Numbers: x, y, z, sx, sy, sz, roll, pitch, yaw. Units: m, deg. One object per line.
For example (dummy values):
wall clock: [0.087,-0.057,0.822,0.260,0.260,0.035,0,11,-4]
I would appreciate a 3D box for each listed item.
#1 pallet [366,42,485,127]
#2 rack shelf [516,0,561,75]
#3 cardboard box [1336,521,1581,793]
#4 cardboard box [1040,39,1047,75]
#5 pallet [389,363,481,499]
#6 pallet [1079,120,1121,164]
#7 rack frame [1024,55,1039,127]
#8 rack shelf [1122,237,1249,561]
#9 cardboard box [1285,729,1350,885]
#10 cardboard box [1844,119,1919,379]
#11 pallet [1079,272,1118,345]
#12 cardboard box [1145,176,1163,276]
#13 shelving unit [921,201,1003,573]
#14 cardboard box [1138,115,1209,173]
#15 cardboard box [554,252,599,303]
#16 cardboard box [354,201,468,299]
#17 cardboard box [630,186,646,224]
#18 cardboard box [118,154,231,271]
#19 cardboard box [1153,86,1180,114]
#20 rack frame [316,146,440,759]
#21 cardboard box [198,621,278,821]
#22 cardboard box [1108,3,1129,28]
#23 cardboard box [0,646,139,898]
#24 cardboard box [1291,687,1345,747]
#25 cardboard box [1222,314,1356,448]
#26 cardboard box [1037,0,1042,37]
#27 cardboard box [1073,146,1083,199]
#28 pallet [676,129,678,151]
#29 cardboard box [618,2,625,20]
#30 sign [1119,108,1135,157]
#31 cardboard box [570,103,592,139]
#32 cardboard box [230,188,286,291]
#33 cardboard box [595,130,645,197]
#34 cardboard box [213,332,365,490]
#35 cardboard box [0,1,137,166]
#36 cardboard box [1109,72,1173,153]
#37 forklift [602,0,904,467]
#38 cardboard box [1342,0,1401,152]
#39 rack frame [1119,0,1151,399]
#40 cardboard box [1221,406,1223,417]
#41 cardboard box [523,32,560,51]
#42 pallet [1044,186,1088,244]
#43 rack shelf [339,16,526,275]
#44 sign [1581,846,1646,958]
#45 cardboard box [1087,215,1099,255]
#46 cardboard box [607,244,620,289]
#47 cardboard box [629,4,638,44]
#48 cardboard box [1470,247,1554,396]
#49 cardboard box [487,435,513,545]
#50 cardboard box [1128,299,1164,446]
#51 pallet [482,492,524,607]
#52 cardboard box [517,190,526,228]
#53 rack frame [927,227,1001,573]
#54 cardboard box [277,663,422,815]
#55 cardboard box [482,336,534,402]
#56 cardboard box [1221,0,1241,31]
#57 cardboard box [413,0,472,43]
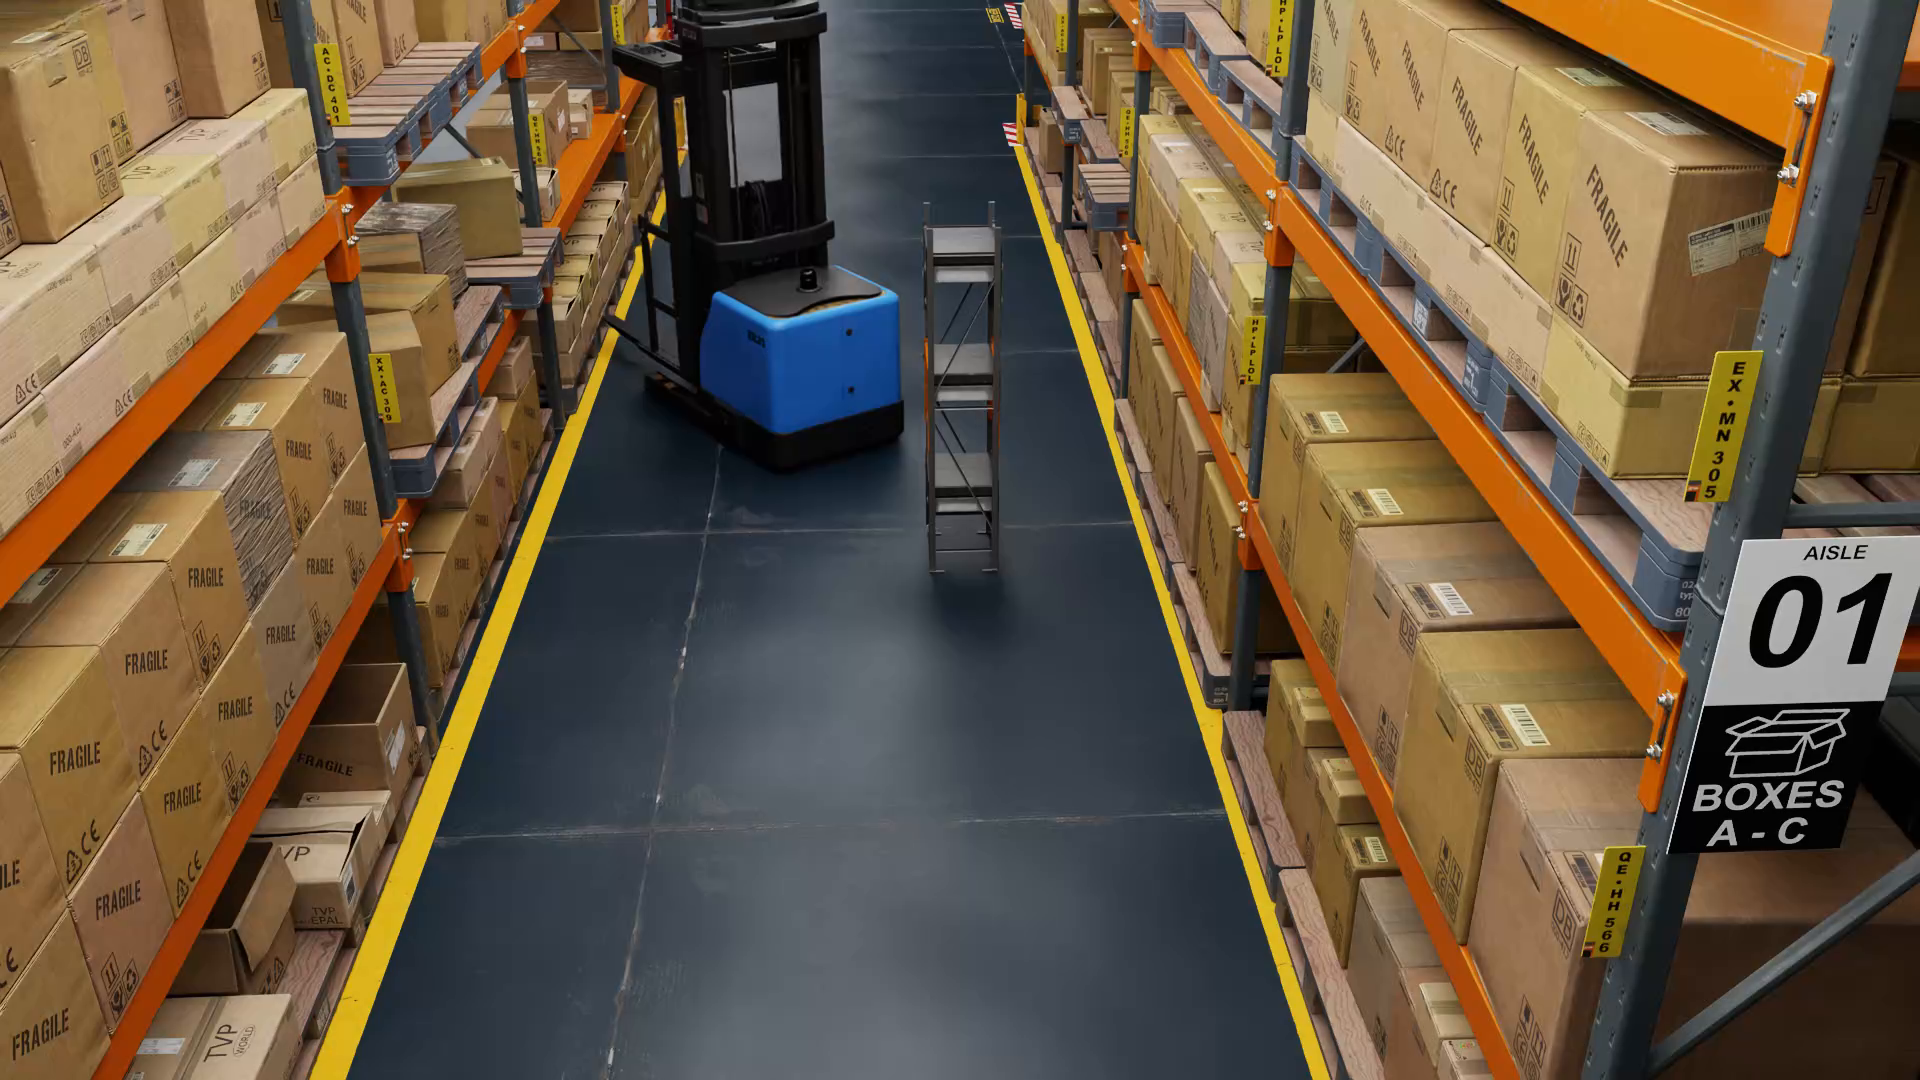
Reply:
pallet: [-3.109,-2.297,8.369,1.213,0.211,1.003,-1,28,-3]
rack shelf: [-3.401,-4.050,12.306,1.077,0.370,4.000,-1,28,-3]
cardboard box: [1.951,0.401,5.913,0.980,0.700,0.700,-3,28,-5]
cardboard box: [1.054,-4.700,16.159,0.500,0.250,0.500,-2,28,-3]
pallet: [-3.021,-0.555,8.278,1.003,0.211,1.213,-1,28,-3]
pallet: [1.506,-3.065,13.090,1.003,0.211,1.213,-1,28,-3]
rack frame: [1.232,-5.931,18.379,1.000,3.000,0.127,-1,28,-3]
rack shelf: [1.754,-0.994,9.691,1.077,0.370,4.000,-1,28,-3]
cardboard box: [1.818,1.112,7.122,0.700,0.500,0.500,-2,28,-3]
cardboard box: [2.271,-0.712,3.917,0.500,0.500,0.500,-2,28,-5]
pallet: [1.550,-1.923,13.710,1.003,0.211,1.213,-1,28,-3]
cardboard box: [1.438,-1.949,10.293,0.500,0.500,0.500,0,28,-1]
shelving unit: [0.009,-0.855,9.618,0.431,2.100,0.503,-1,28,-3]
cardboard box: [1.418,-2.525,10.586,0.500,0.250,0.500,-1,28,-1]
cardboard box: [-3.091,-2.058,12.865,0.500,0.311,0.500,-2,28,-4]
cardboard box: [-3.294,-1.631,9.571,0.700,0.500,0.500,4,28,7]
cardboard box: [-3.227,-3.151,15.568,0.500,0.250,0.500,-1,28,-3]
cardboard box: [-2.745,-1.073,5.442,0.500,0.250,0.500,-1,28,-3]
cardboard box: [1.570,-3.071,11.609,0.380,0.149,0.250,-6,28,-11]
rack frame: [-3.088,-0.268,7.521,1.000,3.000,0.127,-1,28,-3]
cardboard box: [-2.719,0.622,5.705,0.500,0.500,0.500,-1,28,-2]
cardboard box: [1.625,-4.581,15.119,0.500,0.500,0.500,-2,28,-4]
cardboard box: [-2.674,0.639,4.592,0.500,0.500,0.500,-1,28,-2]
cardboard box: [1.631,0.755,7.106,0.380,0.149,0.250,0,28,-1]
cardboard box: [1.583,-0.782,8.054,0.500,0.500,0.500,-2,28,-3]
cardboard box: [1.032,-5.273,16.446,0.500,0.500,0.500,-1,28,-1]
cardboard box: [1.347,-3.649,16.230,0.500,0.500,0.500,-3,28,-7]
pallet: [-3.633,-4.222,18.116,1.003,0.211,1.213,-1,28,-3]
cardboard box: [-3.398,-5.019,15.819,0.380,0.149,0.250,-2,28,-4]
sign: [1.108,-2.698,11.012,0.100,0.325,0.005,-1,28,-3]
cardboard box: [-3.276,-3.502,13.865,0.396,0.266,0.258,-2,28,-4]
cardboard box: [-2.781,-1.082,6.000,0.500,0.250,0.500,-1,28,-3]
cardboard box: [-3.217,-3.484,15.395,0.500,0.500,0.500,-1,28,-3]
cardboard box: [-2.803,-0.529,6.831,0.500,0.500,0.500,-1,28,-2]
cardboard box: [-3.108,-1.397,5.252,0.700,0.500,0.500,-1,28,-3]
cardboard box: [1.528,-3.268,12.688,0.700,0.500,0.500,-1,28,-3]
forklift: [-1.670,-2.404,11.690,1.130,2.935,3.031,-19,33,-32]
cardboard box: [1.649,-1.643,5.702,0.500,0.500,0.500,-2,28,-4]
rack frame: [1.650,-2.237,11.295,1.000,3.000,0.127,-1,28,-3]
cardboard box: [1.553,-0.673,8.547,0.380,0.149,0.250,-1,28,-1]
cardboard box: [-3.734,-4.415,14.662,0.380,0.149,0.250,-1,28,-3]
pallet: [1.371,-3.157,16.075,1.003,0.211,1.213,-1,28,-3]
rack shelf: [-3.192,-2.203,8.764,1.077,0.370,4.000,-1,28,-3]
sign: [1.525,0.846,3.876,0.100,0.325,0.005,-1,28,-3]
cardboard box: [1.496,-2.831,14.662,0.700,0.500,0.500,0,28,-1]
cardboard box: [-3.143,-2.275,13.888,0.500,0.250,0.500,-1,28,-2]
cardboard box: [-3.651,-5.167,16.804,0.700,0.500,0.500,-1,28,-2]
cardboard box: [1.736,-0.609,4.529,0.500,0.250,0.500,-2,28,-5]
cardboard box: [-2.953,-0.295,9.799,0.500,0.500,0.500,-2,28,-5]
cardboard box: [1.557,-1.127,11.038,0.750,0.750,0.750,-2,28,-3]
pallet: [-3.235,0.029,9.967,1.003,0.211,1.213,-1,28,-3]
cardboard box: [-3.272,-2.245,11.407,0.500,0.311,0.500,0,28,1]
rack frame: [0.021,-0.742,9.402,0.400,2.100,0.015,-1,28,-3]
cardboard box: [-2.775,0.901,7.506,0.500,0.500,0.500,-1,28,-3]
cardboard box: [-3.006,-1.083,10.499,0.500,0.250,0.500,0,28,-1]
cardboard box: [1.829,-3.084,9.093,0.700,0.500,0.500,0,28,0]
cardboard box: [-3.187,-2.814,9.049,0.910,0.500,0.500,-1,28,-3]
